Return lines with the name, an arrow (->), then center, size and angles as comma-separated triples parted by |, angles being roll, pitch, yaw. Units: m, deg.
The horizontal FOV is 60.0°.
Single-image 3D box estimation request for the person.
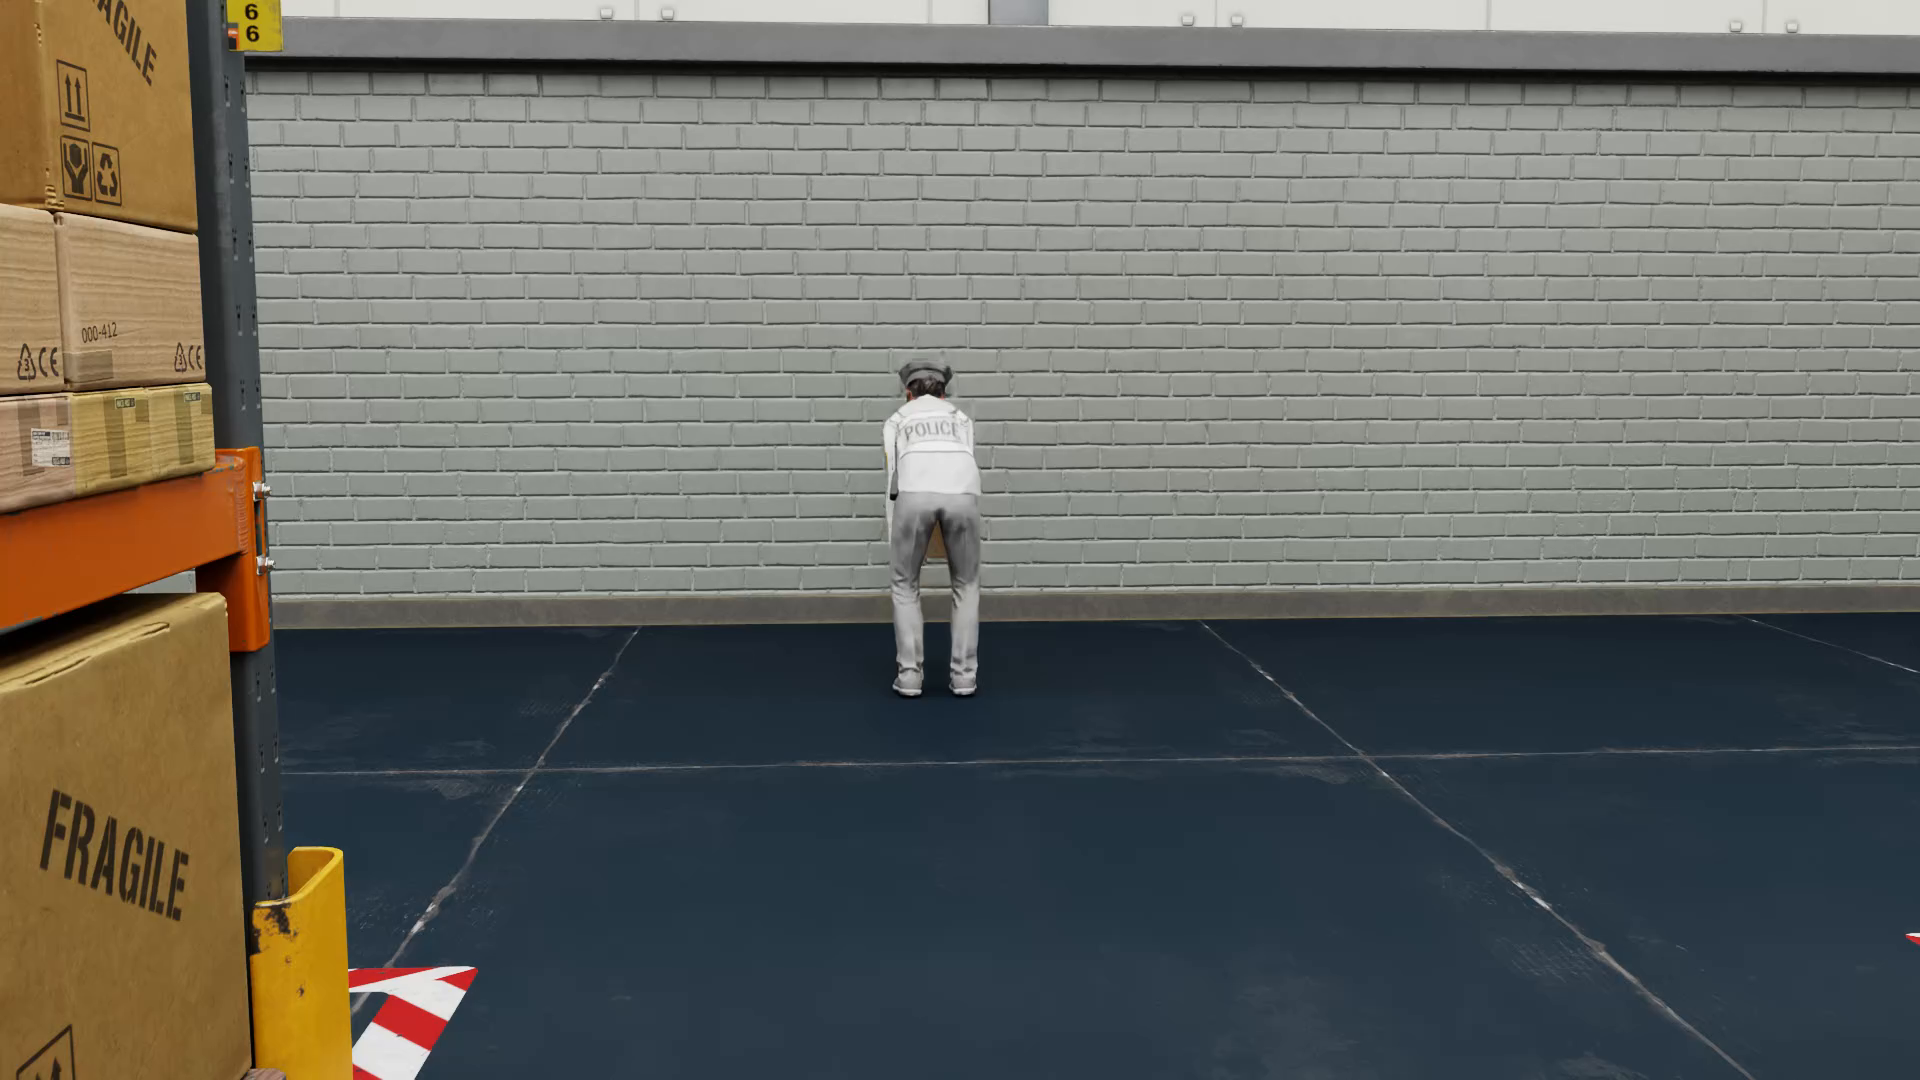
person -> -0.129, -0.066, 7.301 | 0.408, 1.427, 0.814 | -1, 7, -5
